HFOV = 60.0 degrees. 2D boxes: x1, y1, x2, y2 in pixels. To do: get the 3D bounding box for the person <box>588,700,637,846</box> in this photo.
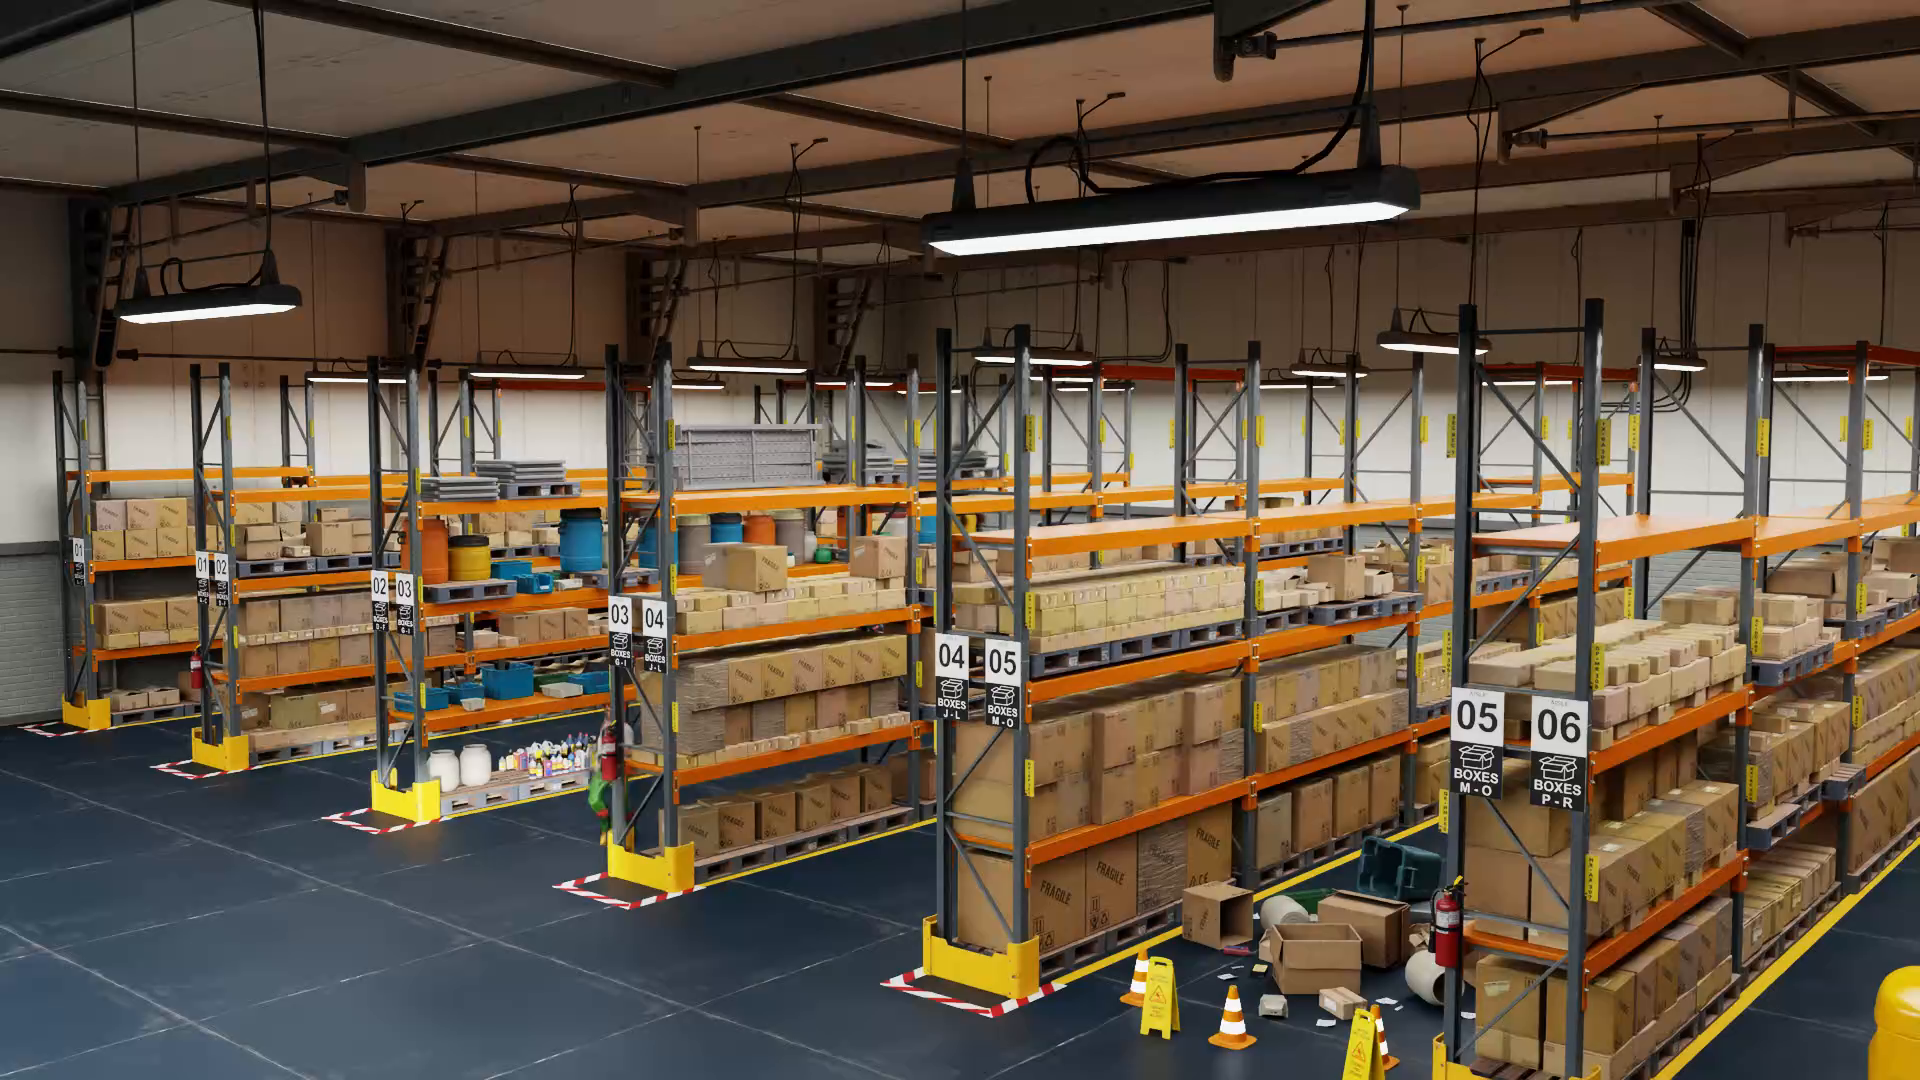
[{"bbox_3d":[-4.218,2.820,20.212,0.631,1.805,0.720,2,5,31],"label":"person"}]
